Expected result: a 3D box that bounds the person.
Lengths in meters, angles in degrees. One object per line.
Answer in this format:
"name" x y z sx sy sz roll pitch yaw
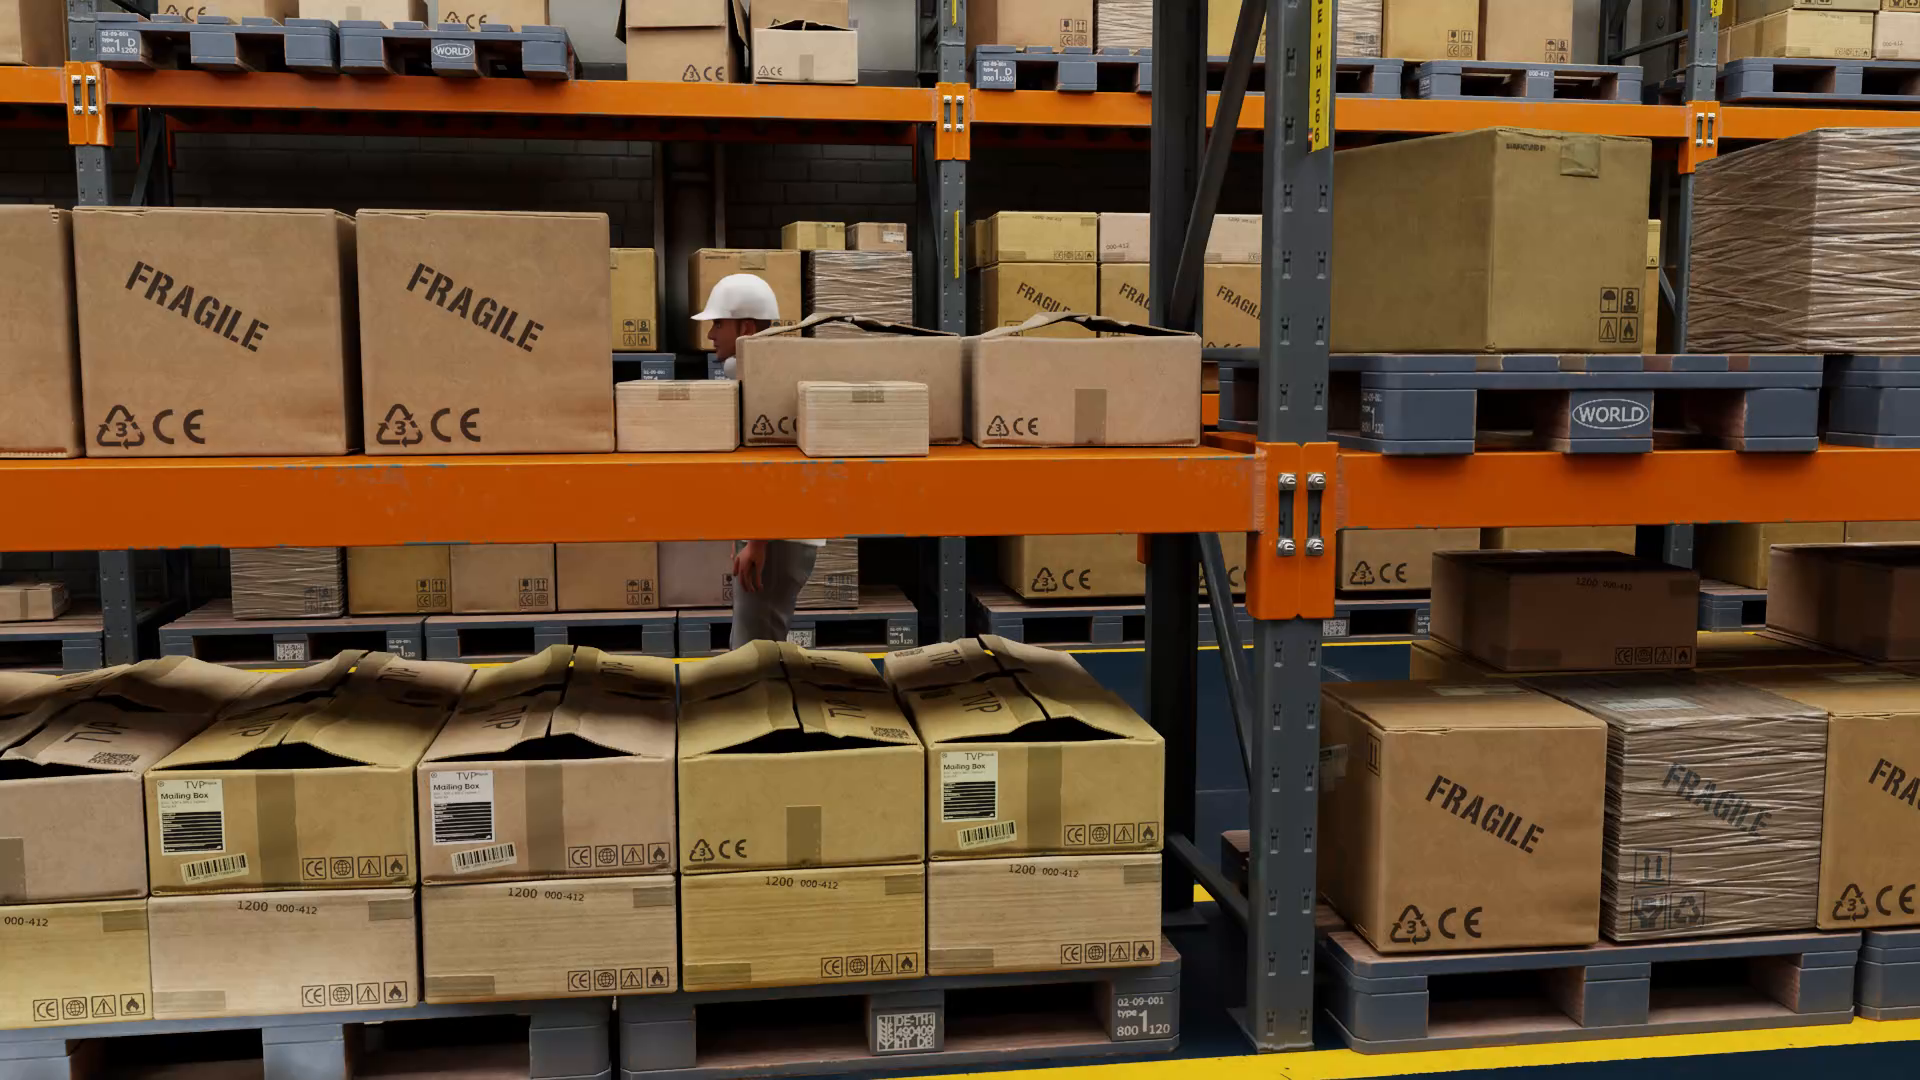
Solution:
"person" -0.669 -0.007 5.657 0.460 1.772 0.580 -1 7 -8
